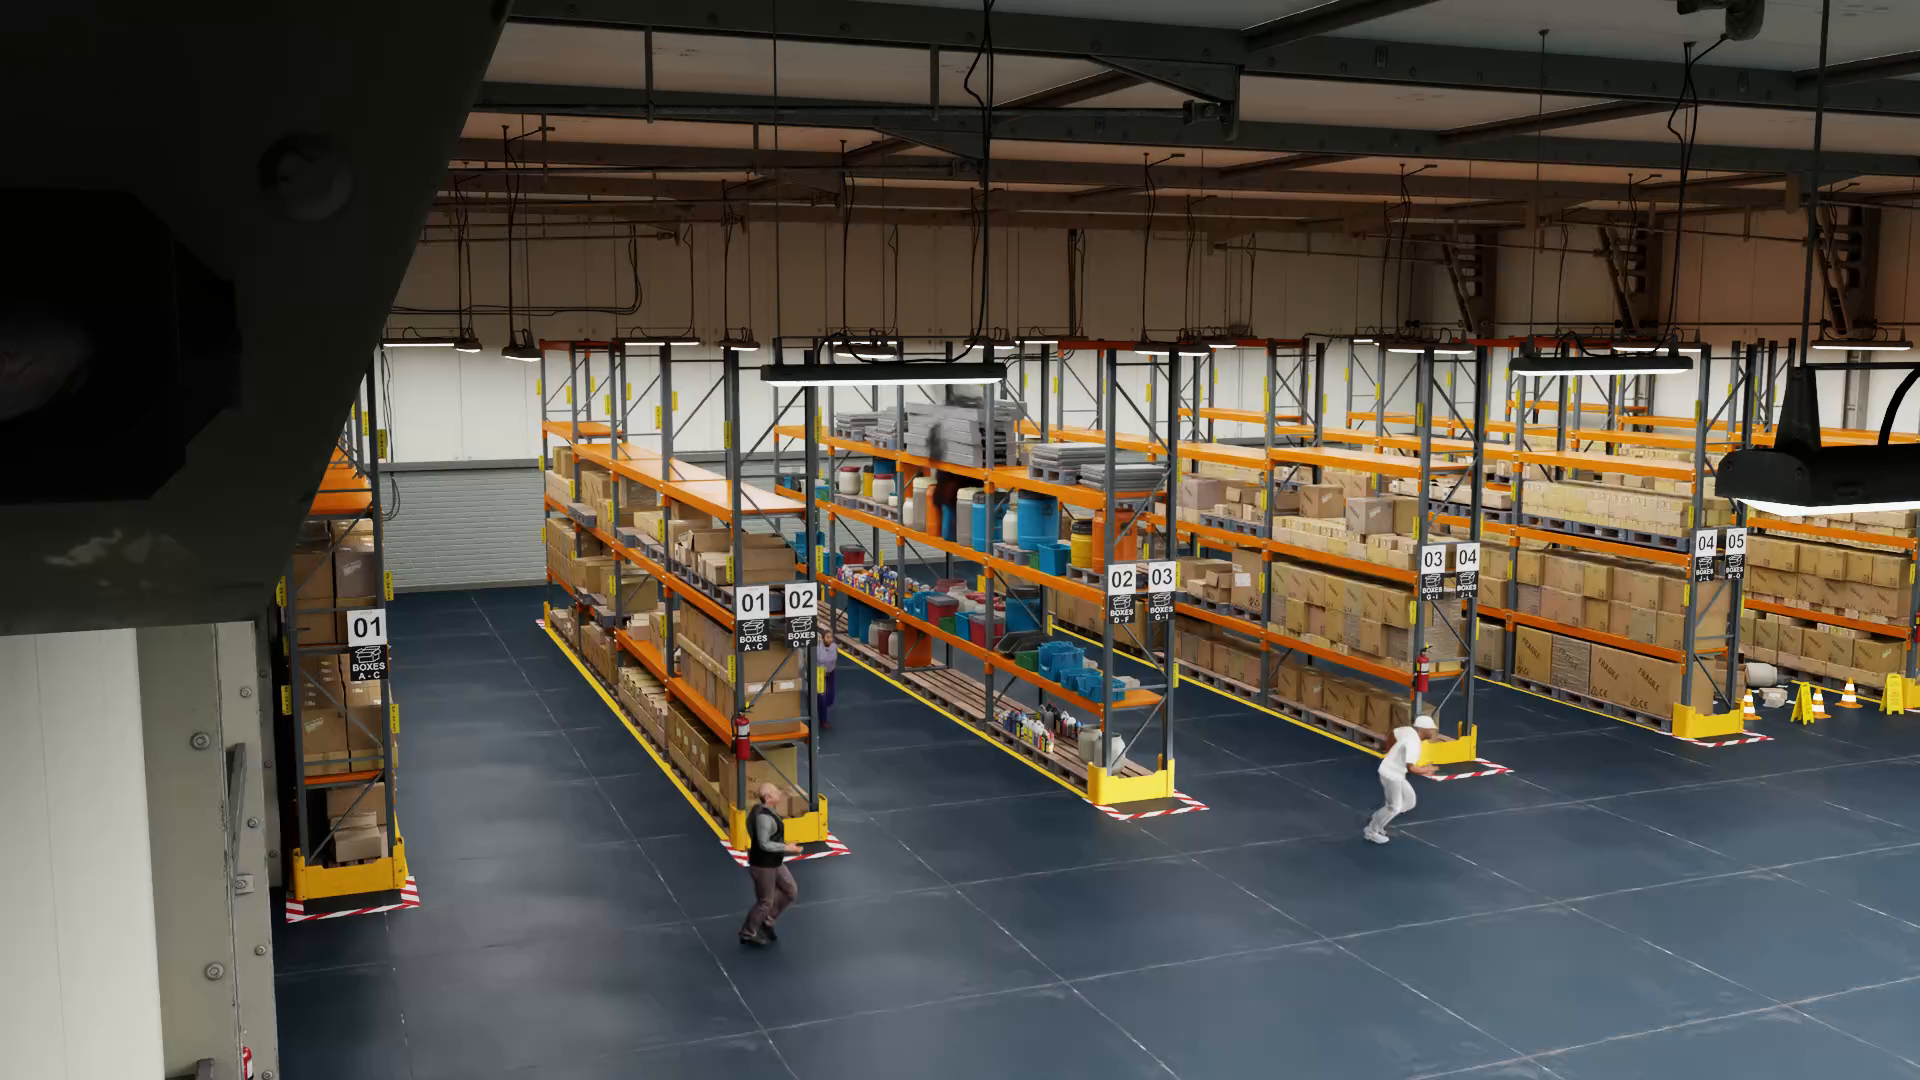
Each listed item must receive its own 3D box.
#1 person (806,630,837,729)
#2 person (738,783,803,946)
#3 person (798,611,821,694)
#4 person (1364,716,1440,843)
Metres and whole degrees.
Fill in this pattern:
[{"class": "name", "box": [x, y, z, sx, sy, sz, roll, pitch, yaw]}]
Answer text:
[{"class": "person", "box": [-2.178, 2.169, 26.155, 0.591, 1.597, 0.714, -4, 9, -29]}, {"class": "person", "box": [-1.922, 3.306, 16.895, 0.682, 1.719, 0.655, 0, 7, 1]}, {"class": "person", "box": [-2.695, 1.749, 28.516, 0.641, 1.771, 0.939, -4, 8, -26]}, {"class": "person", "box": [5.404, 2.906, 20.344, 0.863, 1.583, 0.737, 1, 8, 10]}]
